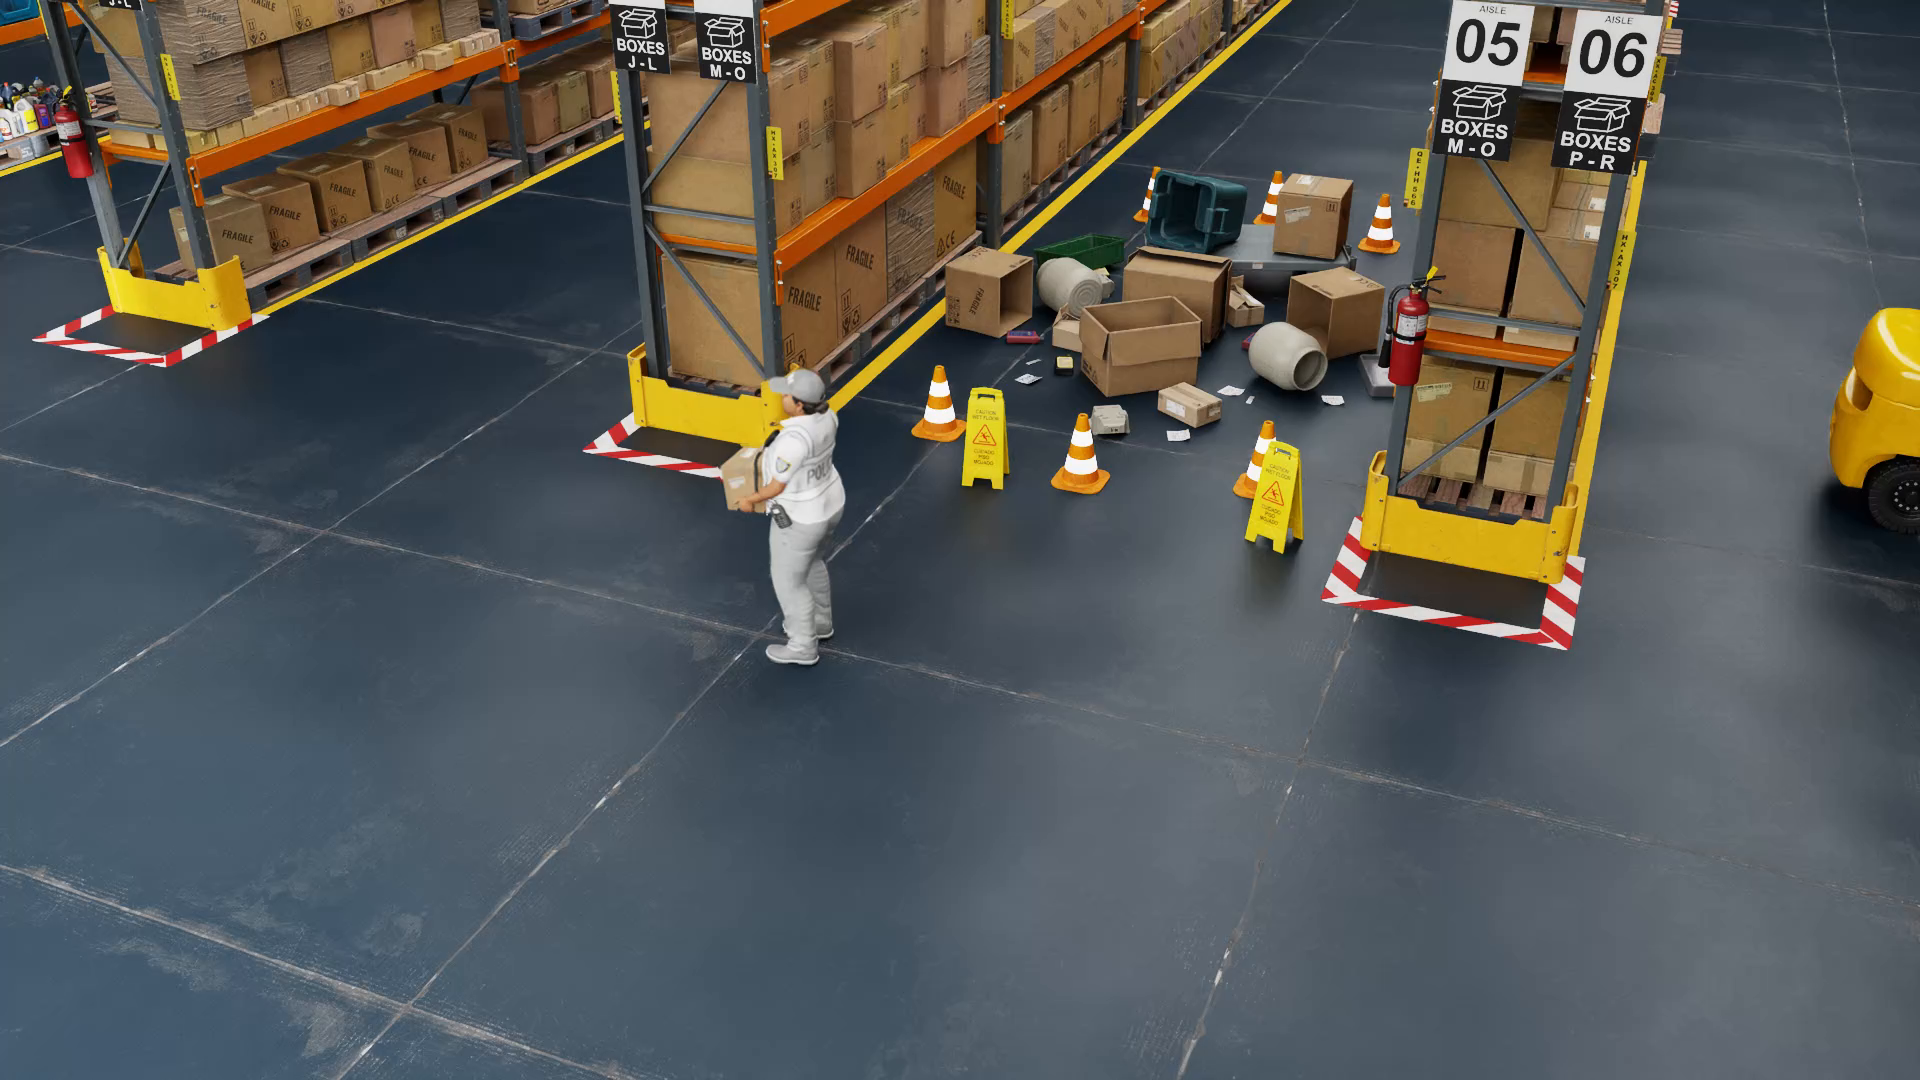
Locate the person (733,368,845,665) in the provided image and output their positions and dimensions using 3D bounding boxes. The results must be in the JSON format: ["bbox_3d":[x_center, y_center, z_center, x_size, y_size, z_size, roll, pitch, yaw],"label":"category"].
[{"bbox_3d":[-0.880,-0.143,8.640,0.535,1.660,0.456,11,32,19],"label":"person"}]
